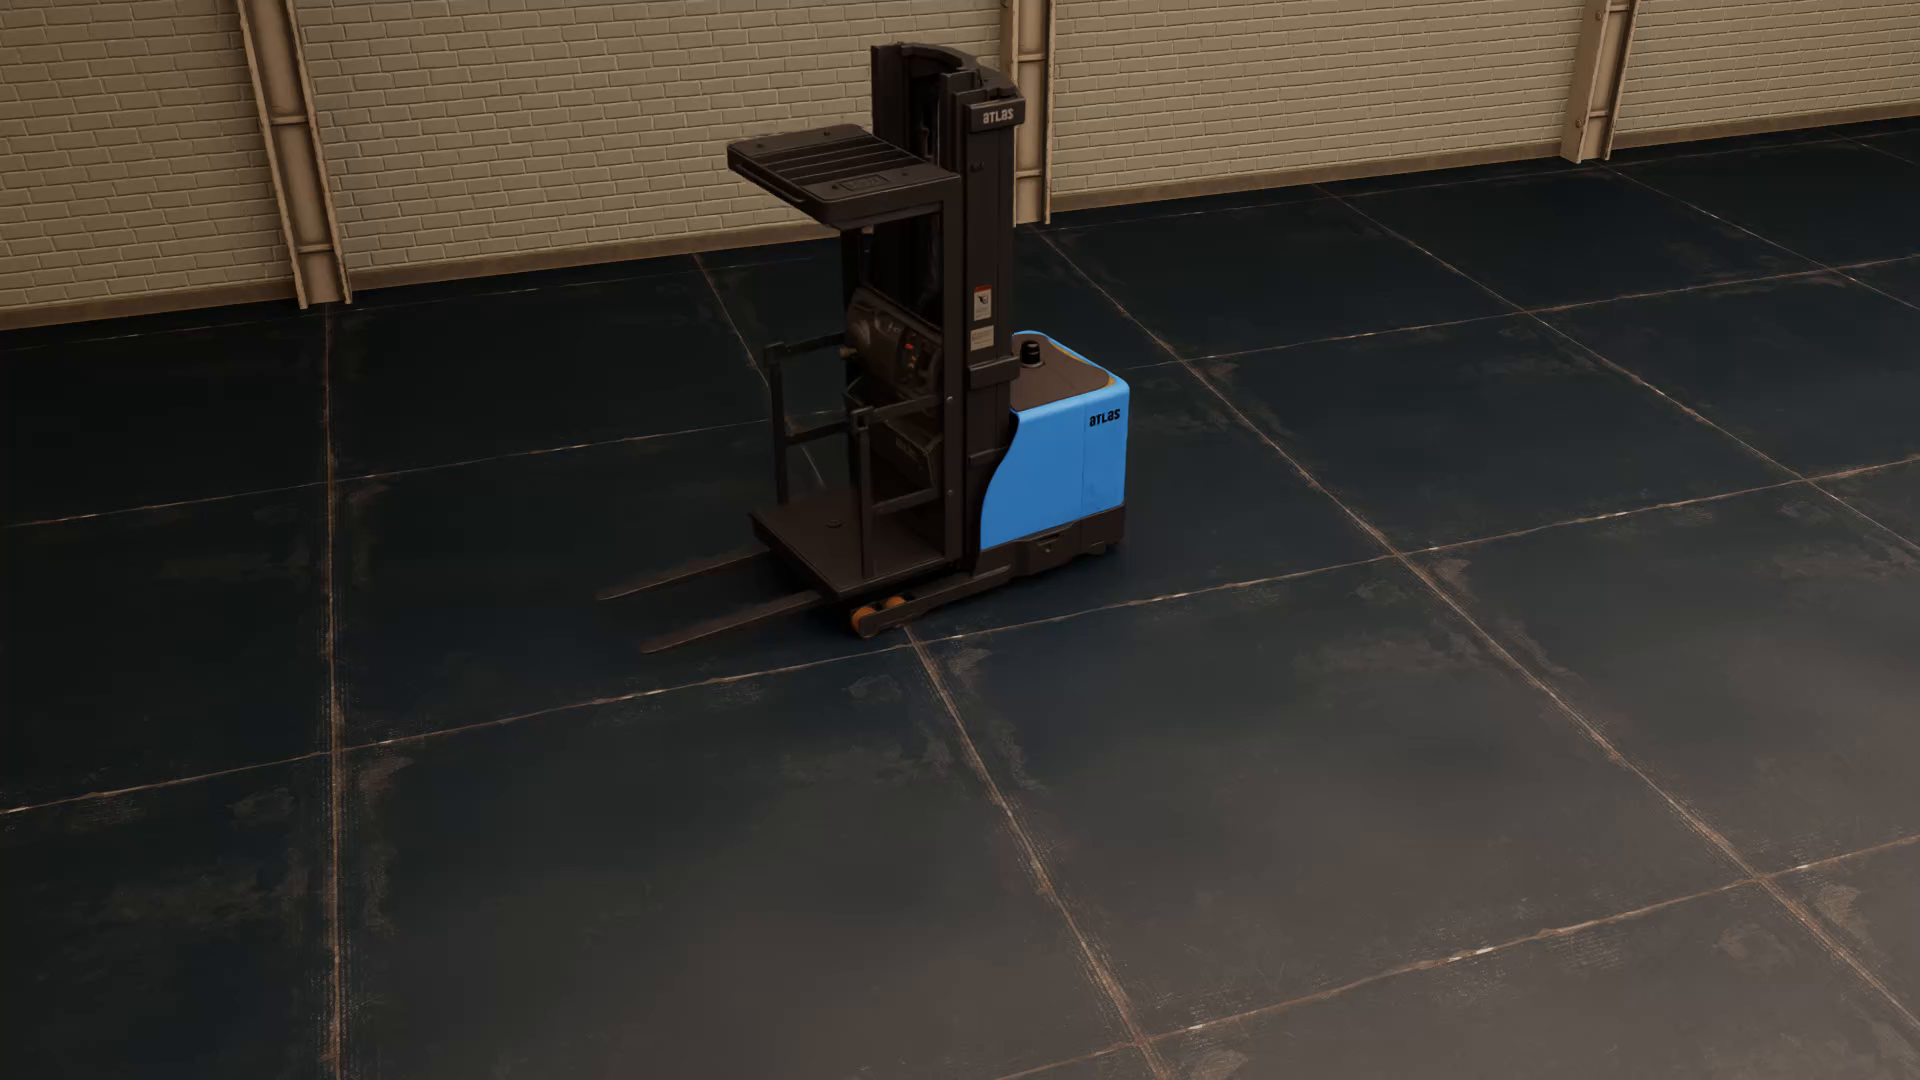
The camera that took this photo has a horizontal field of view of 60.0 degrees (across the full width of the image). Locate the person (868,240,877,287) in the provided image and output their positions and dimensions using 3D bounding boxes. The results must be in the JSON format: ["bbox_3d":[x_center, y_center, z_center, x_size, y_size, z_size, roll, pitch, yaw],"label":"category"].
[{"bbox_3d":[-0.381,-1.373,10.703,0.421,1.705,0.728,-4,30,-6],"label":"person"}]

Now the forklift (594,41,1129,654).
[{"bbox_3d":[-0.540,-1.037,8.890,3.031,2.935,1.130,-18,34,-28],"label":"forklift"}]
